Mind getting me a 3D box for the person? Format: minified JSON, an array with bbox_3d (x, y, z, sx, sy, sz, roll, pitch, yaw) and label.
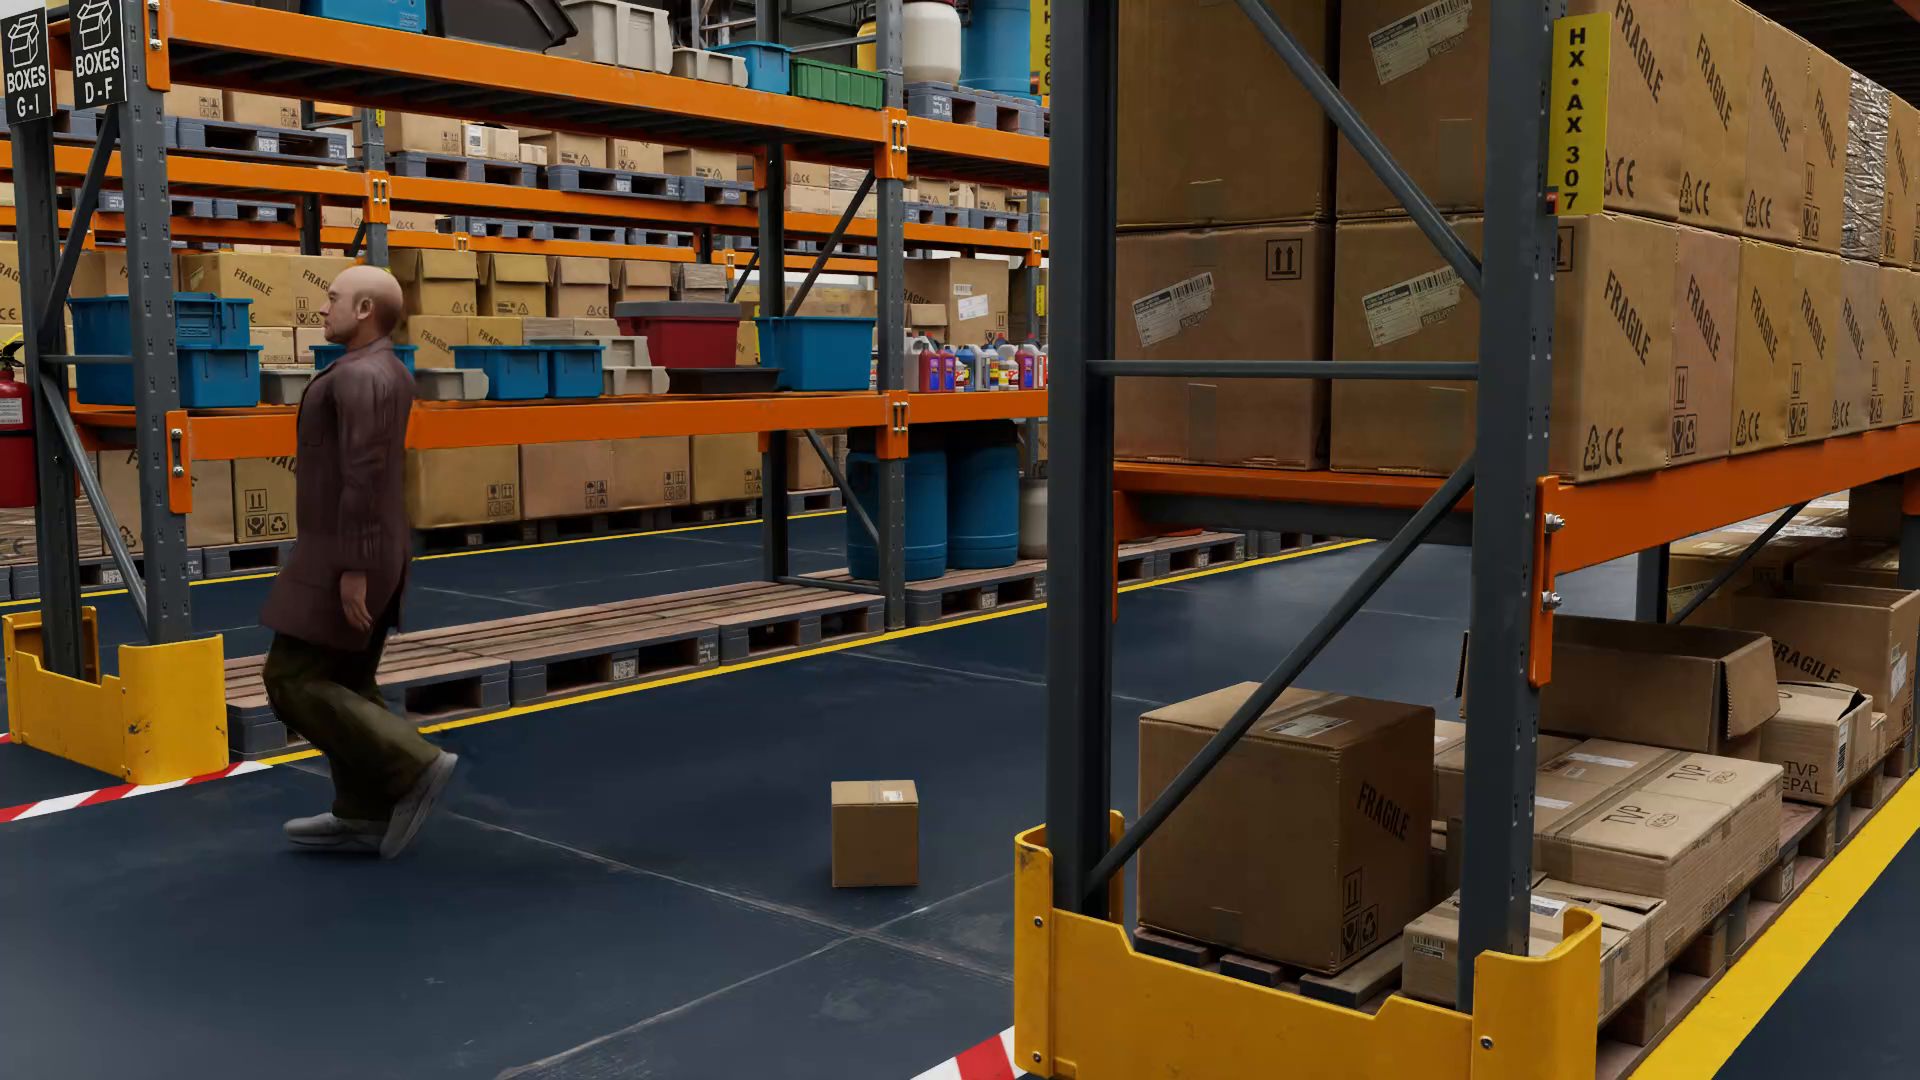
[{"bbox_3d":[-1.798,0.067,4.997,0.573,1.766,0.596,-1,7,-6],"label":"person"}]
